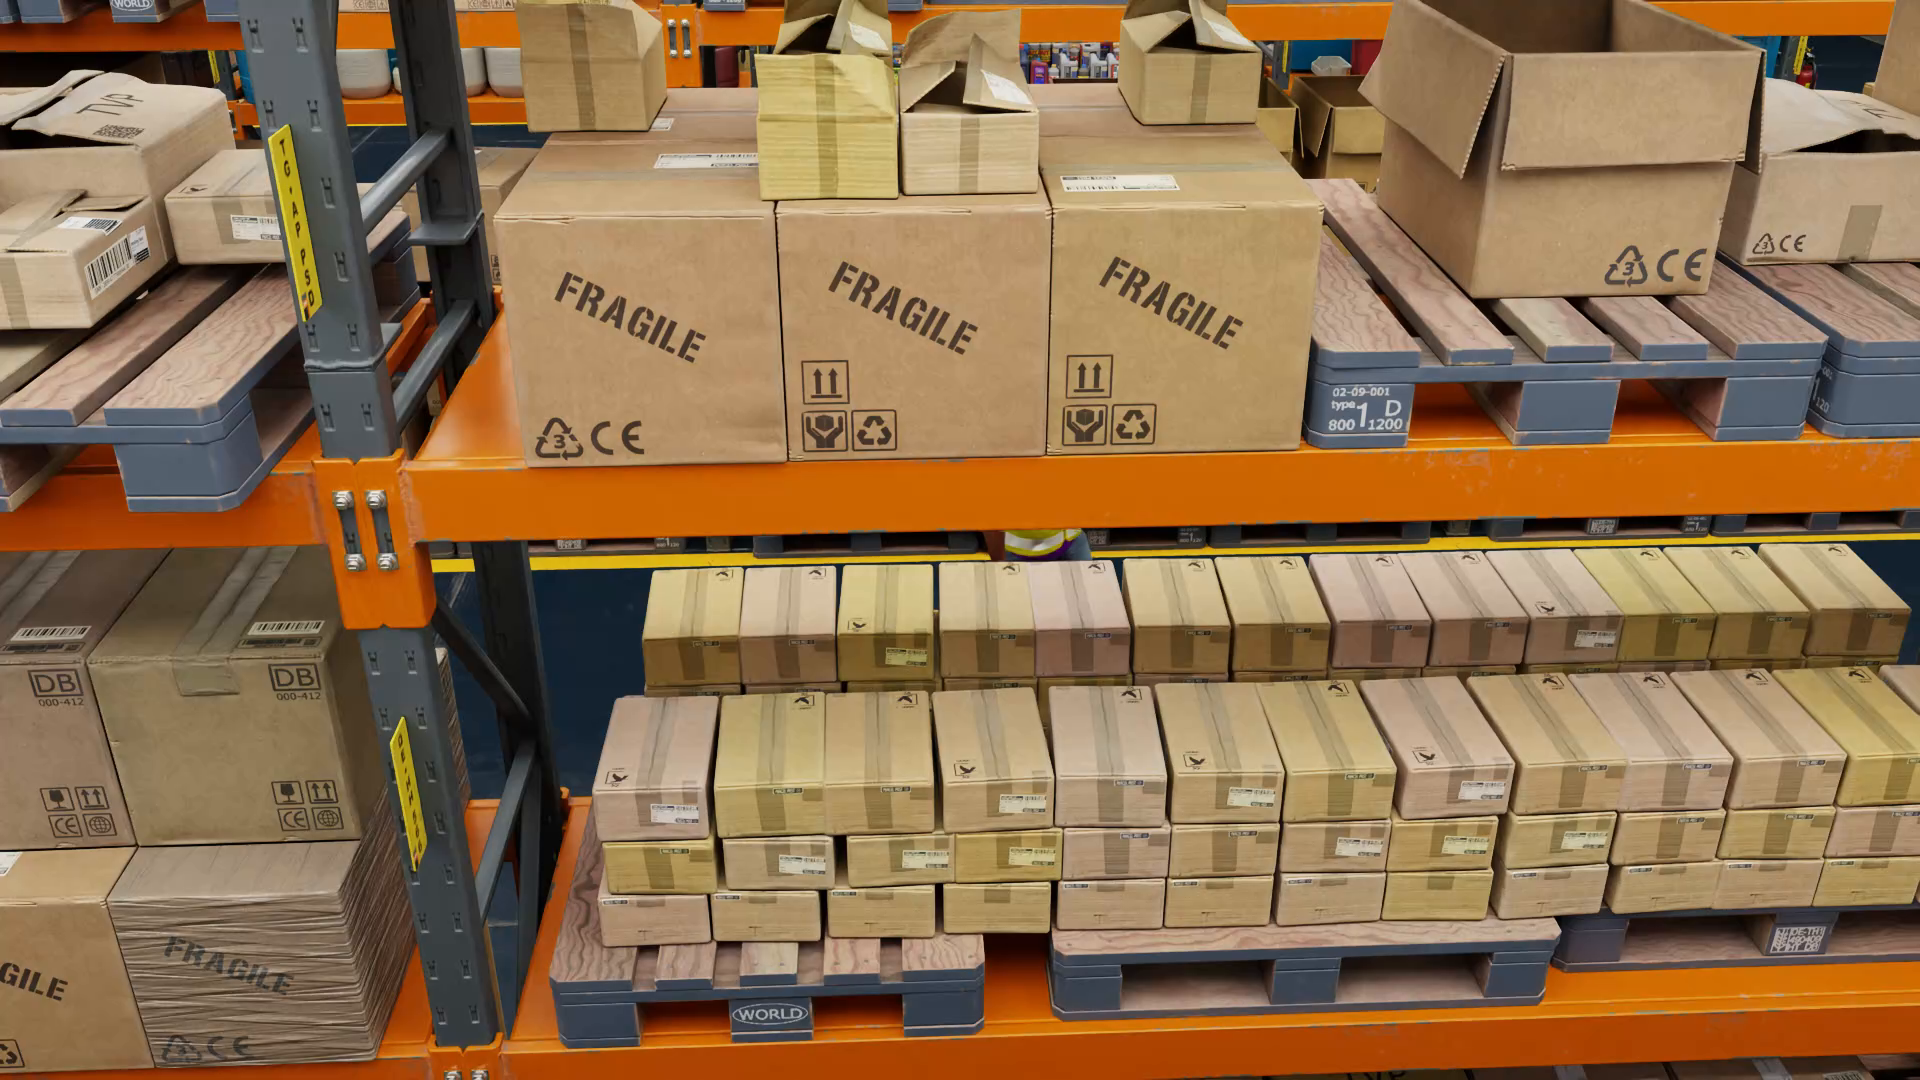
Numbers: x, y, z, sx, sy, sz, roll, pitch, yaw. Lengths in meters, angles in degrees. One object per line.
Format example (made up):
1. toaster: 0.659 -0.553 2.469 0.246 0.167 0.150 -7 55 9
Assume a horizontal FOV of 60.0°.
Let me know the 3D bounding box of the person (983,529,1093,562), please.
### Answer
1. person: 0.396 0.003 7.057 0.692 1.749 0.732 22 35 36
